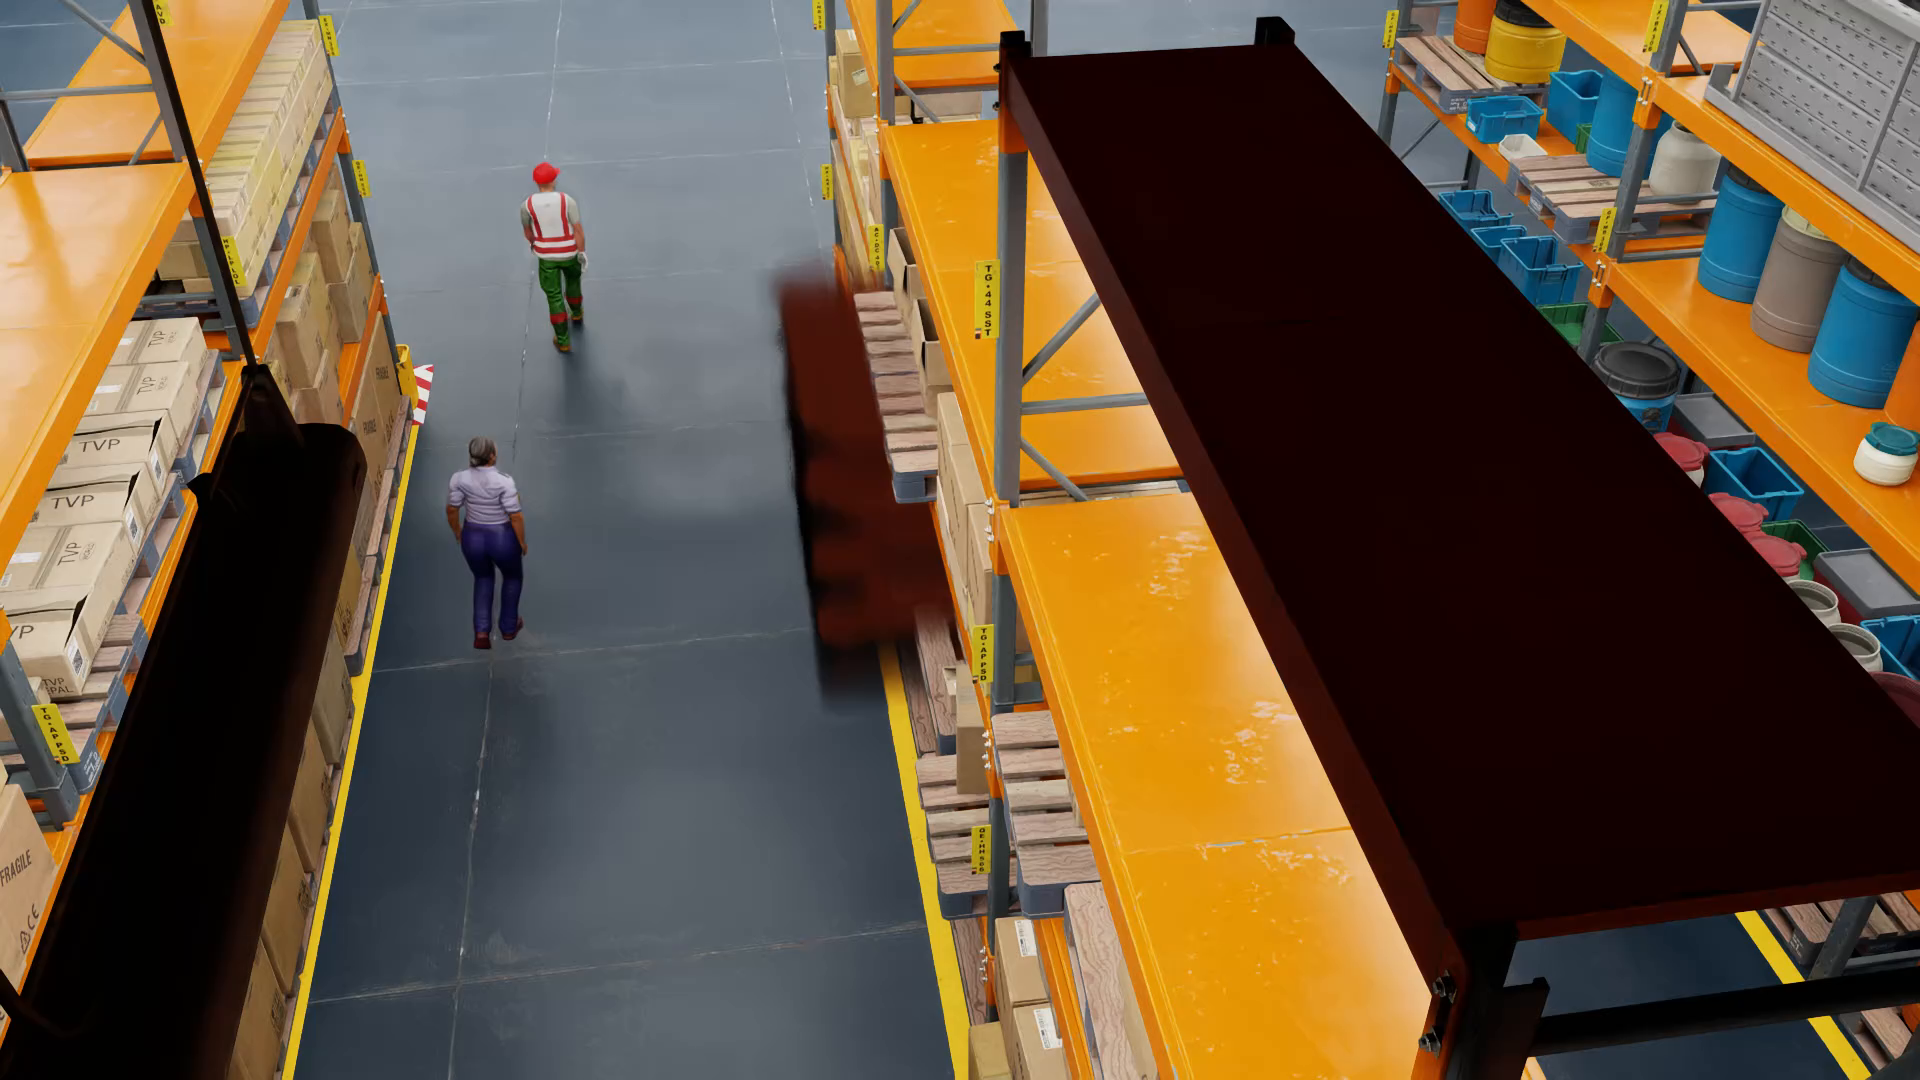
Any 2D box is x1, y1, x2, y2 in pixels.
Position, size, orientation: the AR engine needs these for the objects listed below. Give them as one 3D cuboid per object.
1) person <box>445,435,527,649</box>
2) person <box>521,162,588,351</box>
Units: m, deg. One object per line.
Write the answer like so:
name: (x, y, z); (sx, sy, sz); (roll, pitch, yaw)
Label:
person: (-3.261, 0.062, 11.569); (0.553, 1.707, 0.480); (2, 36, 3)
person: (-3.797, -2.751, 15.671); (0.553, 1.751, 0.895); (-7, 37, -9)
